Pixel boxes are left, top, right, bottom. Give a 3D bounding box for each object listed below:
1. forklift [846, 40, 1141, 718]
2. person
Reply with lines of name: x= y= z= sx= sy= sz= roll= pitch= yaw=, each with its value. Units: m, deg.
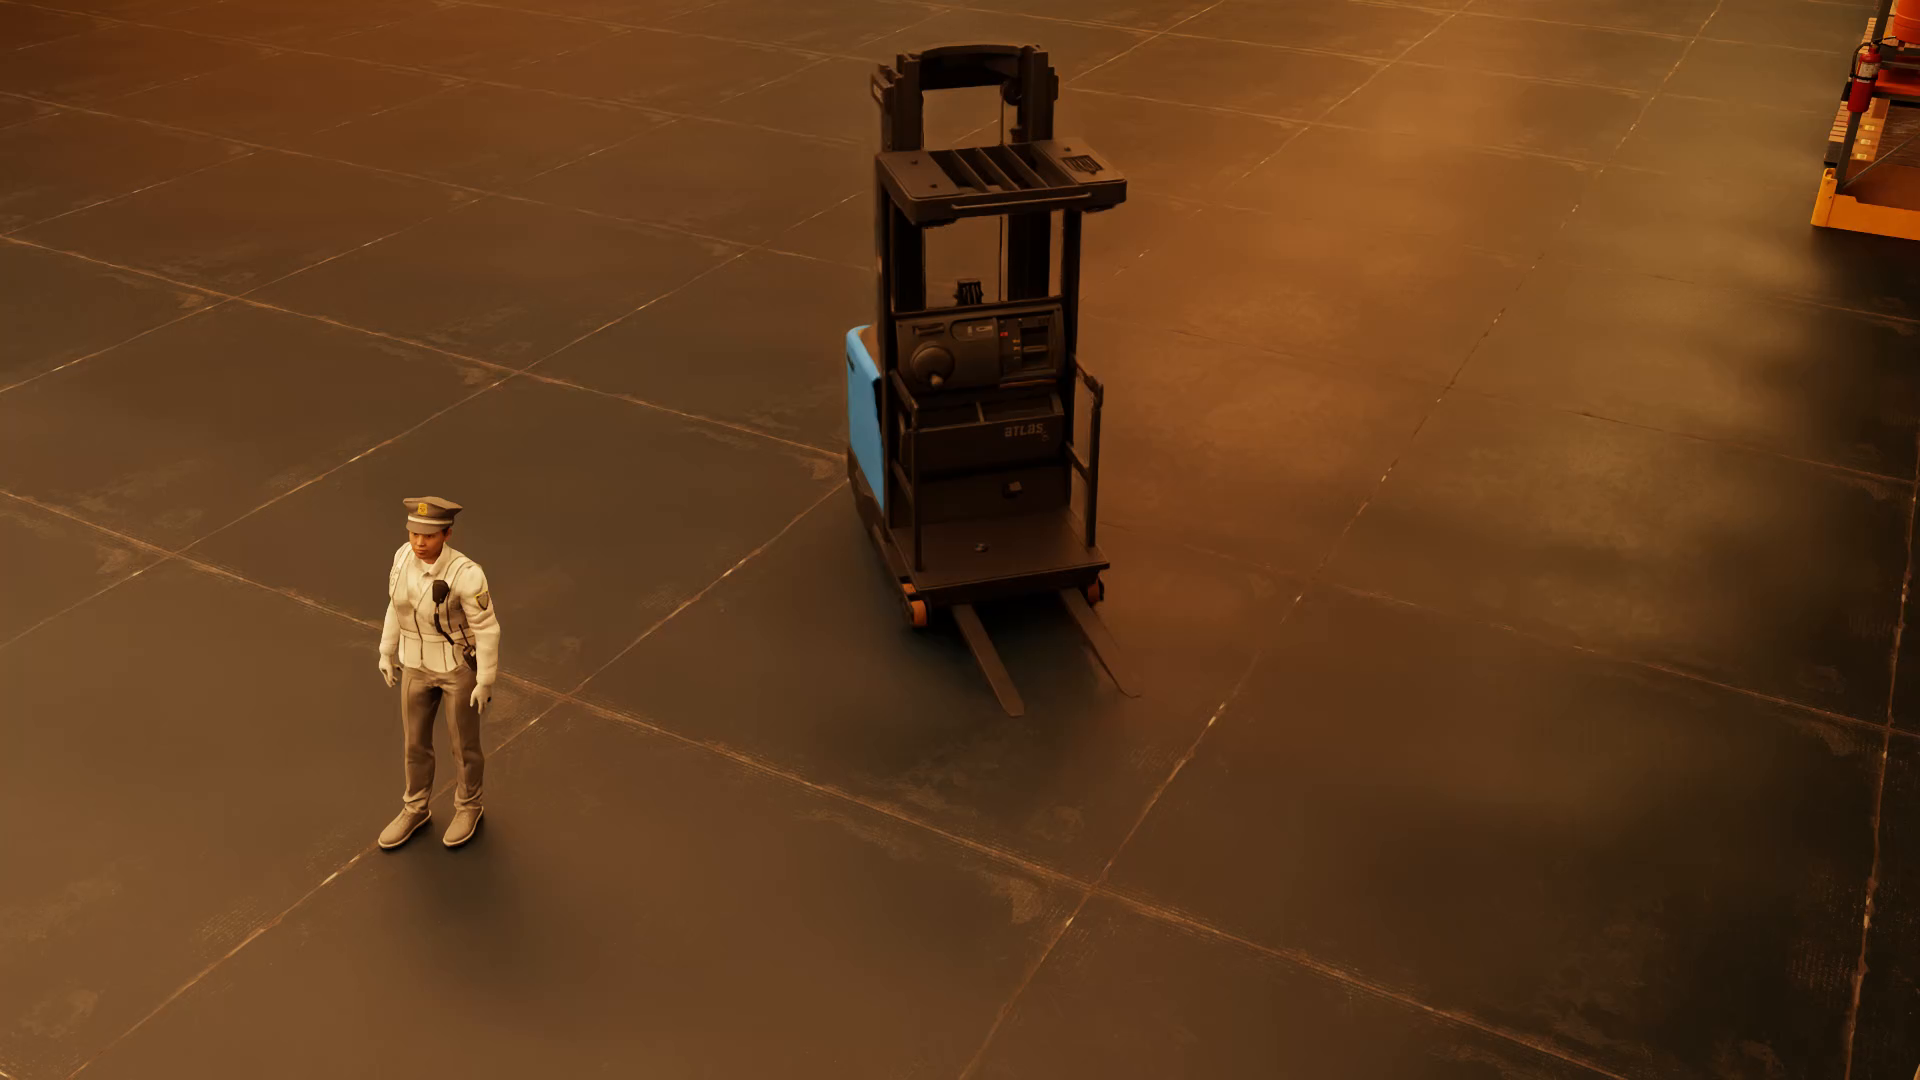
forklift: x=0.174 y=-0.992 z=8.789 sx=1.130 sy=2.935 sz=3.031 roll=-8 pitch=31 yaw=-13
person: x=-2.306 y=0.589 z=7.273 sx=0.586 sy=1.694 sz=0.532 roll=10 pitch=31 yaw=17
